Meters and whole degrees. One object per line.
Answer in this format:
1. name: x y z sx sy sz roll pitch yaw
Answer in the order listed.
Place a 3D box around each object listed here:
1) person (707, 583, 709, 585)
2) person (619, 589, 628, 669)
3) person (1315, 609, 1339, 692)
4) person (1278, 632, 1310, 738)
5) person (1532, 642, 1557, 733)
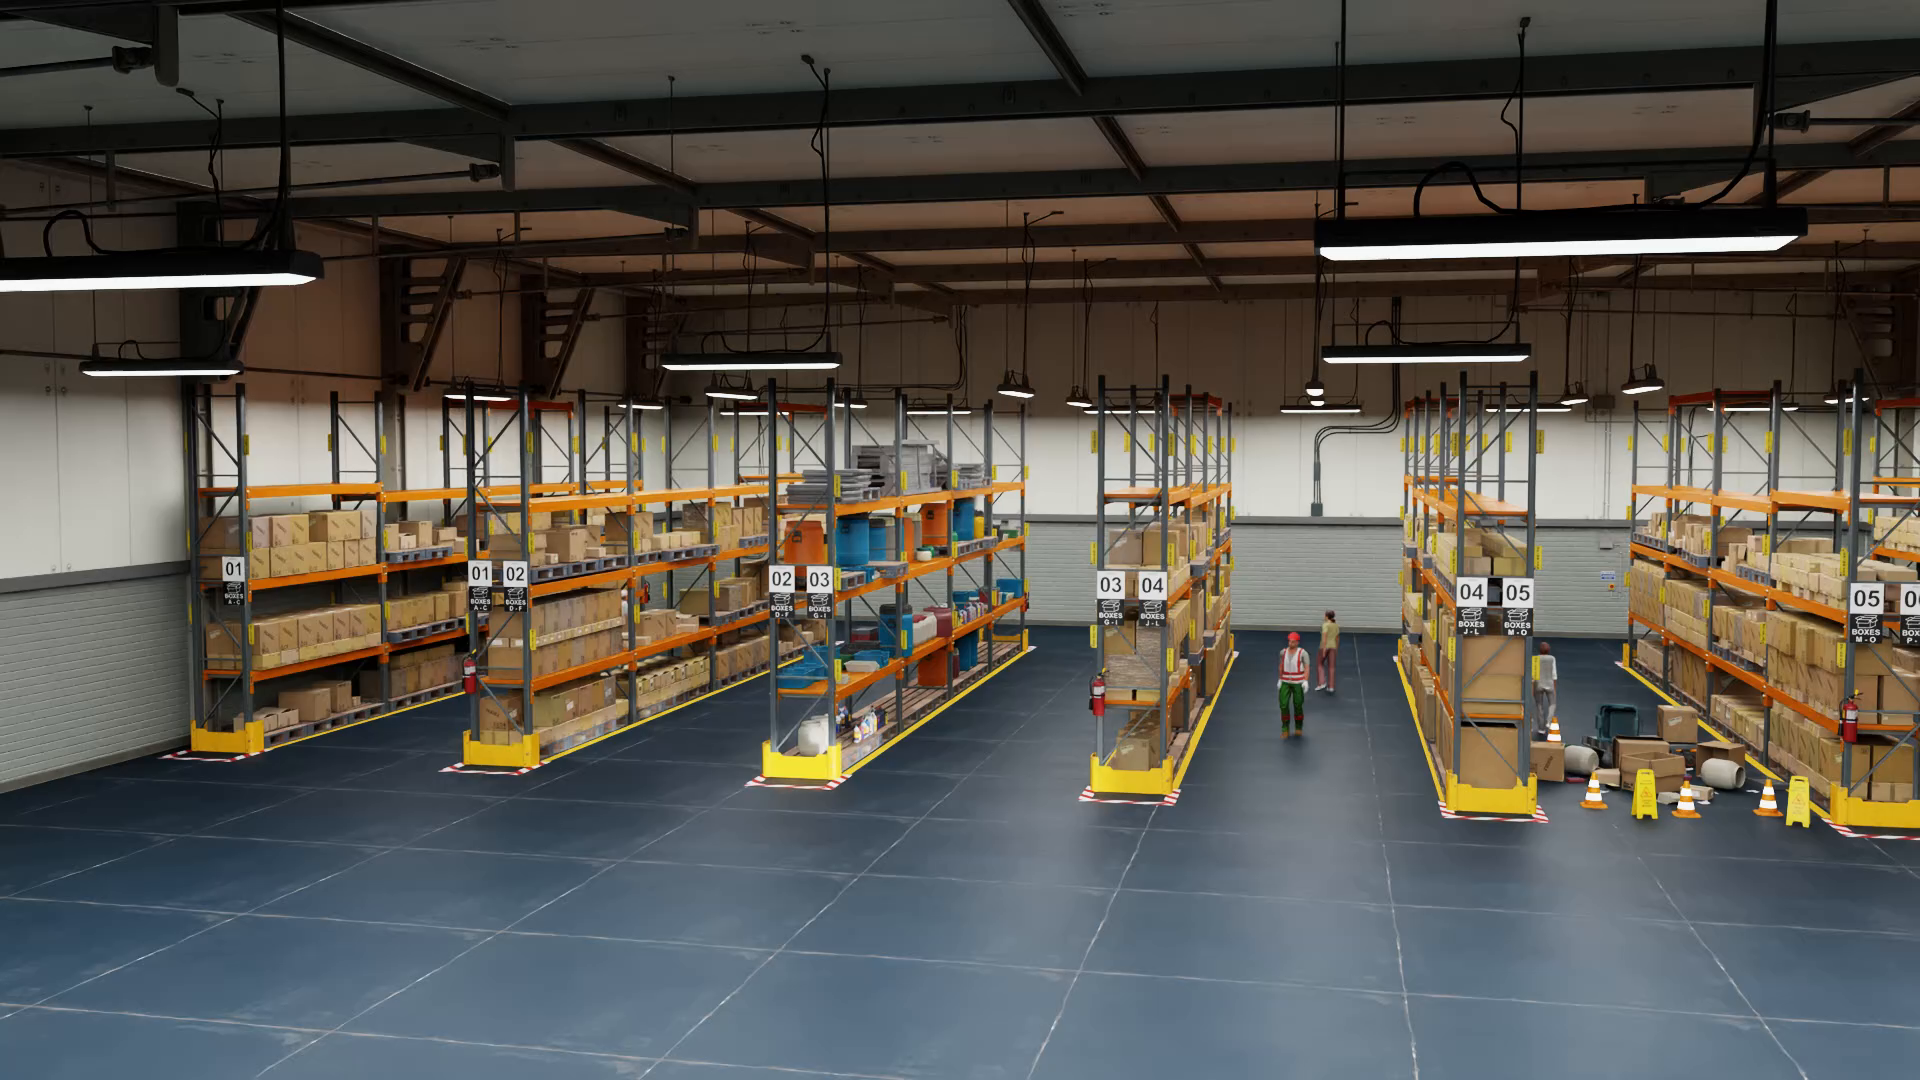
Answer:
1. person: -6.003 1.872 39.763 0.577 1.722 0.532 3 4 39
2. person: -7.485 1.987 37.035 0.570 1.780 0.493 2 4 30
3. person: 7.486 2.258 33.672 0.464 1.690 0.543 0 3 -5
4. person: 5.713 2.503 28.488 0.618 1.855 0.507 2 4 31
5. person: 10.118 2.564 28.775 0.458 1.596 0.480 1 3 13
